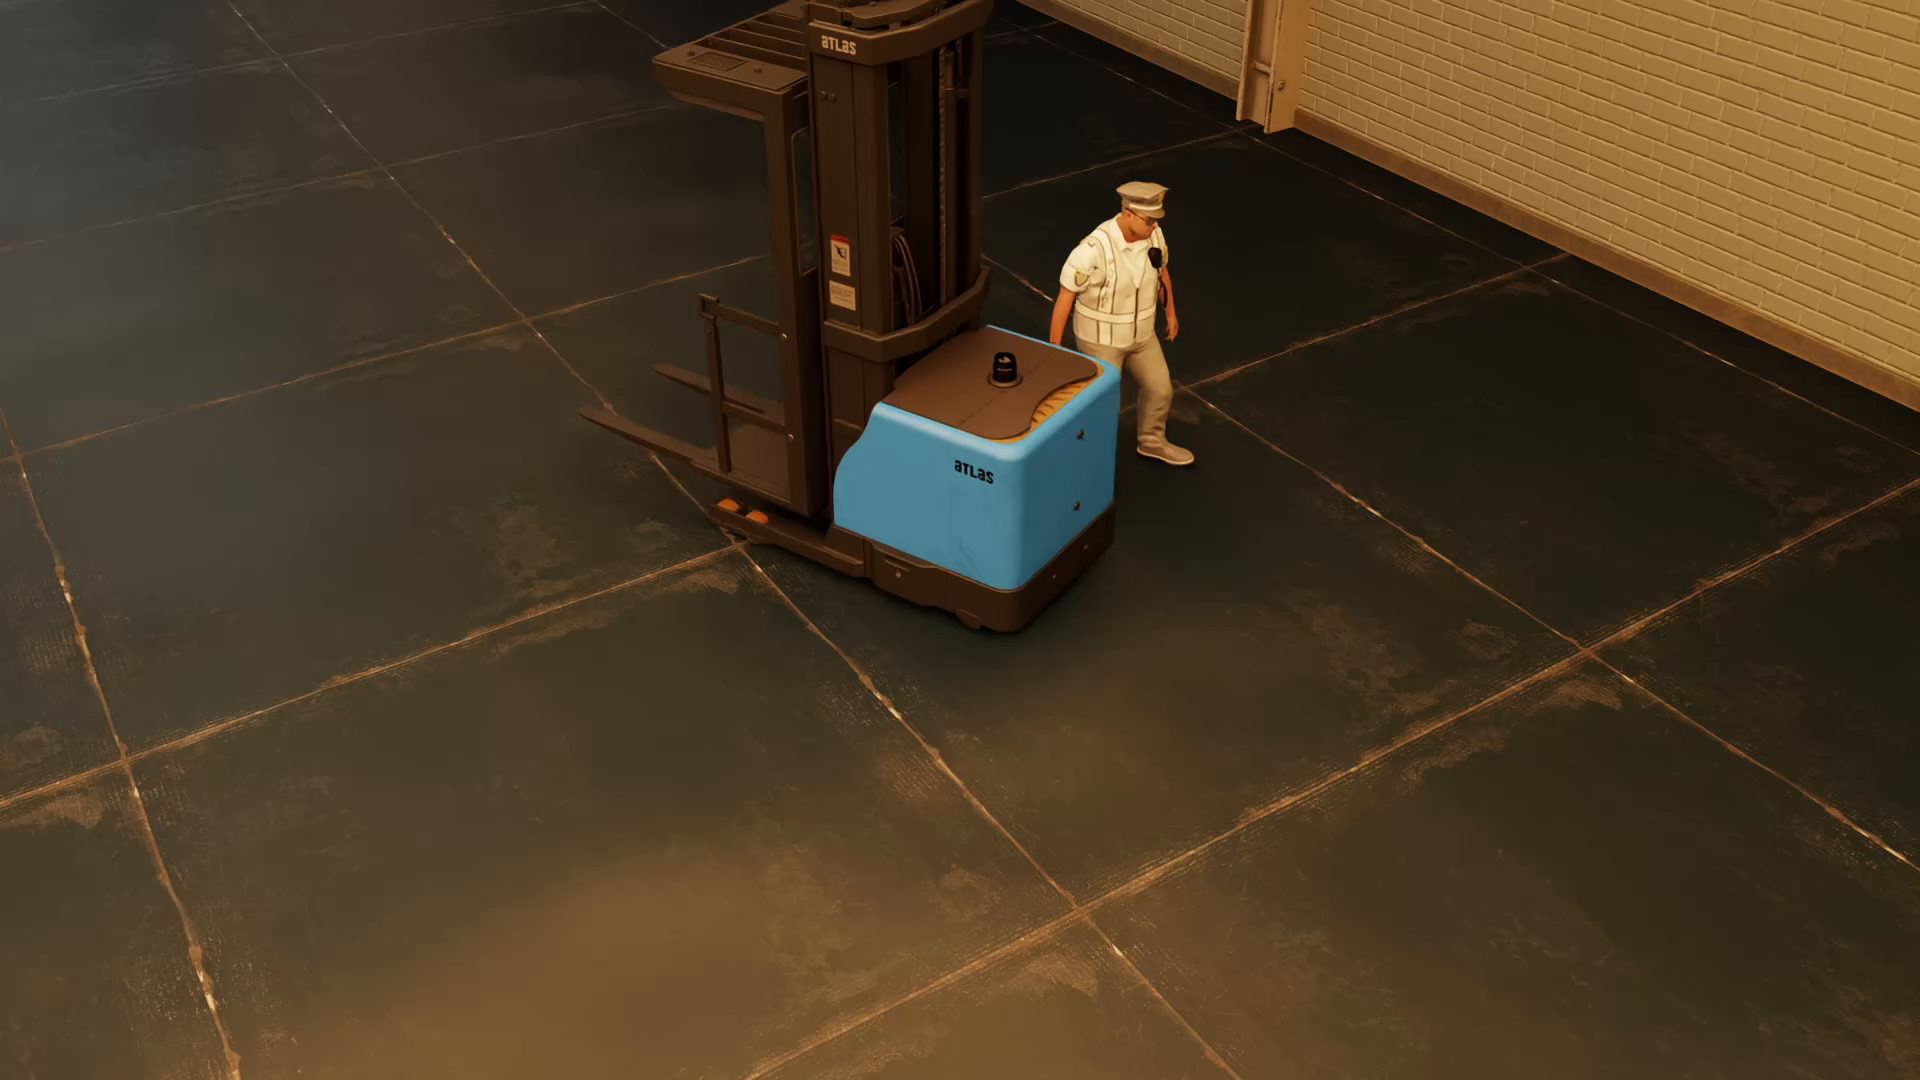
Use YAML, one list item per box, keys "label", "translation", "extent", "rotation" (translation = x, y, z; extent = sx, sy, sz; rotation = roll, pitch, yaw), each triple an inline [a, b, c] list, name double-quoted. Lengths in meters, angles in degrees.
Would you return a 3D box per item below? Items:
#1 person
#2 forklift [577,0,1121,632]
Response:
- label: "person"
  translation: [0.864, -1.091, 8.764]
  extent: [0.858, 1.718, 0.409]
  rotation: [-19, 39, -25]
- label: "forklift"
  translation: [-0.713, -1.413, 8.159]
  extent: [3.031, 2.935, 1.130]
  rotation: [21, 40, 27]
